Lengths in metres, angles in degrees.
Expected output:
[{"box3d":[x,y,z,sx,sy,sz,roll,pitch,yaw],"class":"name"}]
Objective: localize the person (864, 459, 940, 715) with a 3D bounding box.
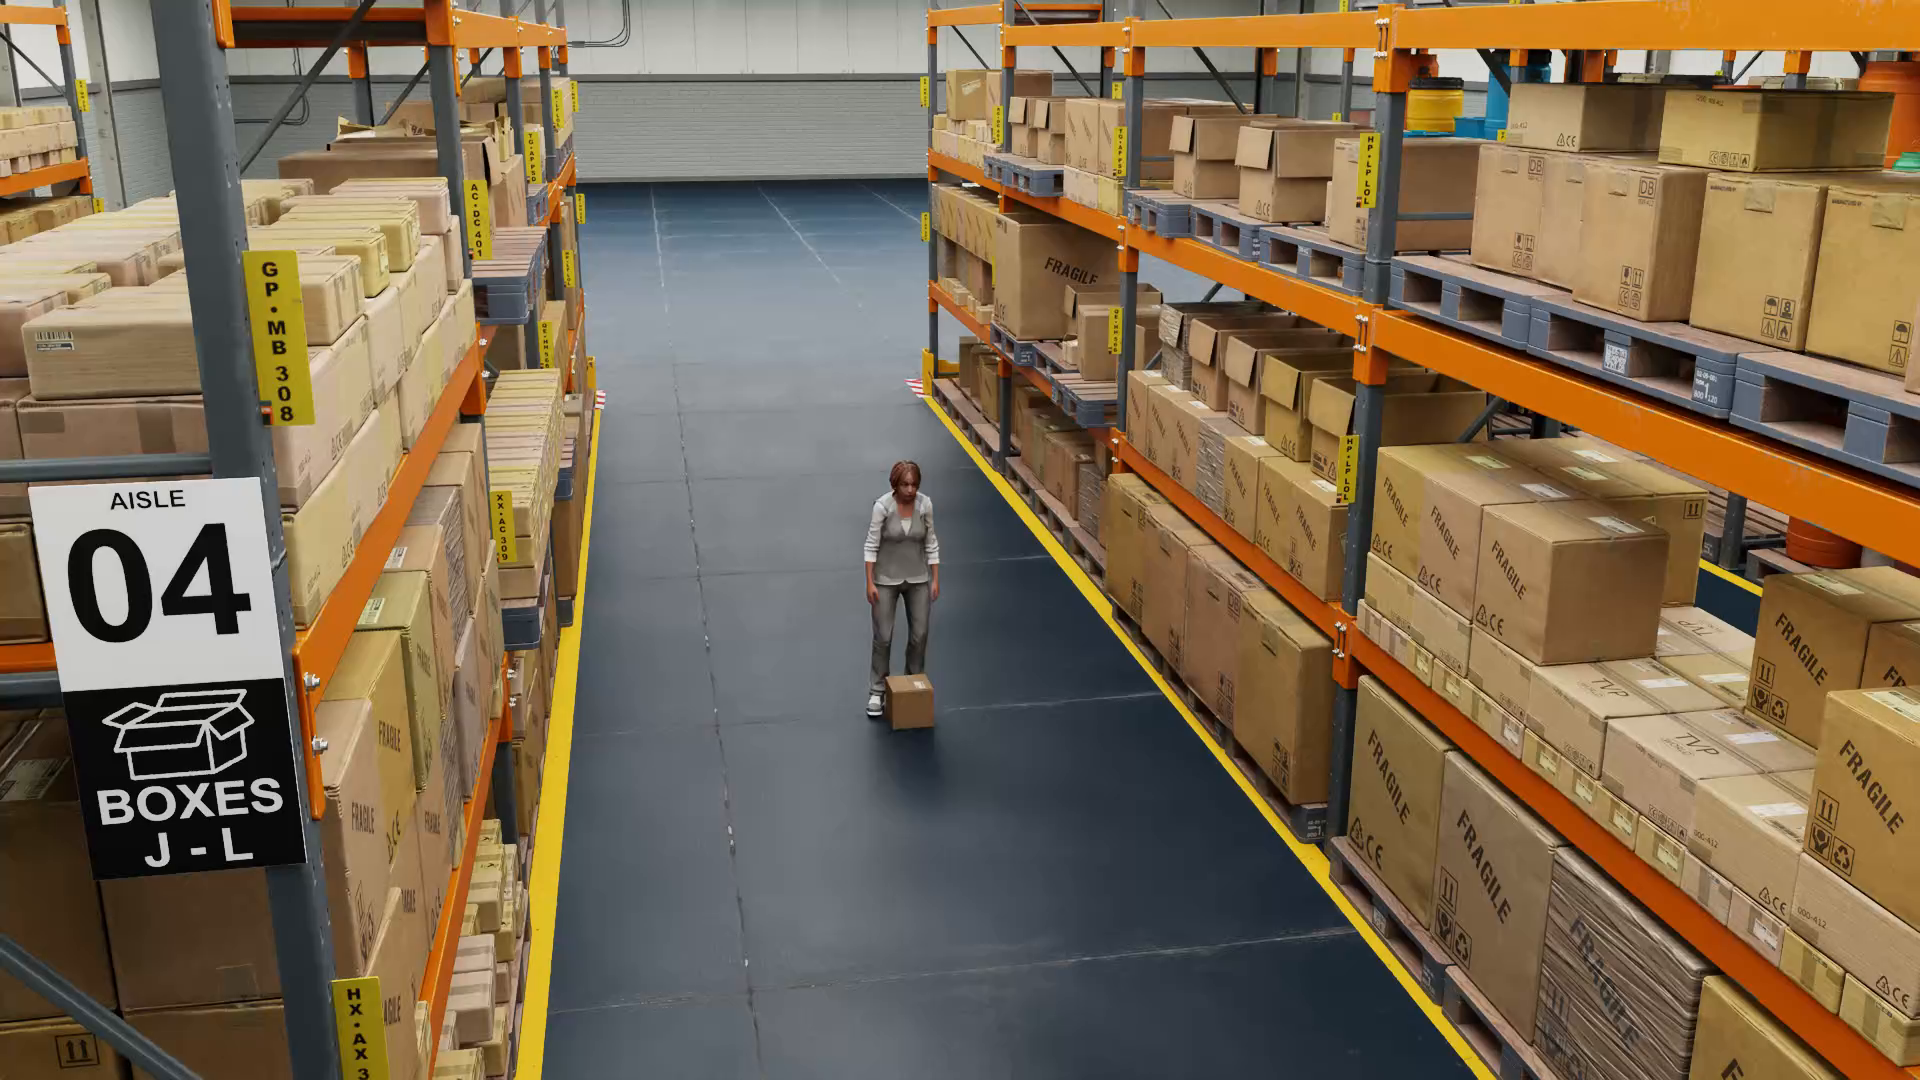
[{"box3d":[-0.358,0.274,10.140,0.485,1.593,0.343,-4,17,-14],"class":"person"}]
